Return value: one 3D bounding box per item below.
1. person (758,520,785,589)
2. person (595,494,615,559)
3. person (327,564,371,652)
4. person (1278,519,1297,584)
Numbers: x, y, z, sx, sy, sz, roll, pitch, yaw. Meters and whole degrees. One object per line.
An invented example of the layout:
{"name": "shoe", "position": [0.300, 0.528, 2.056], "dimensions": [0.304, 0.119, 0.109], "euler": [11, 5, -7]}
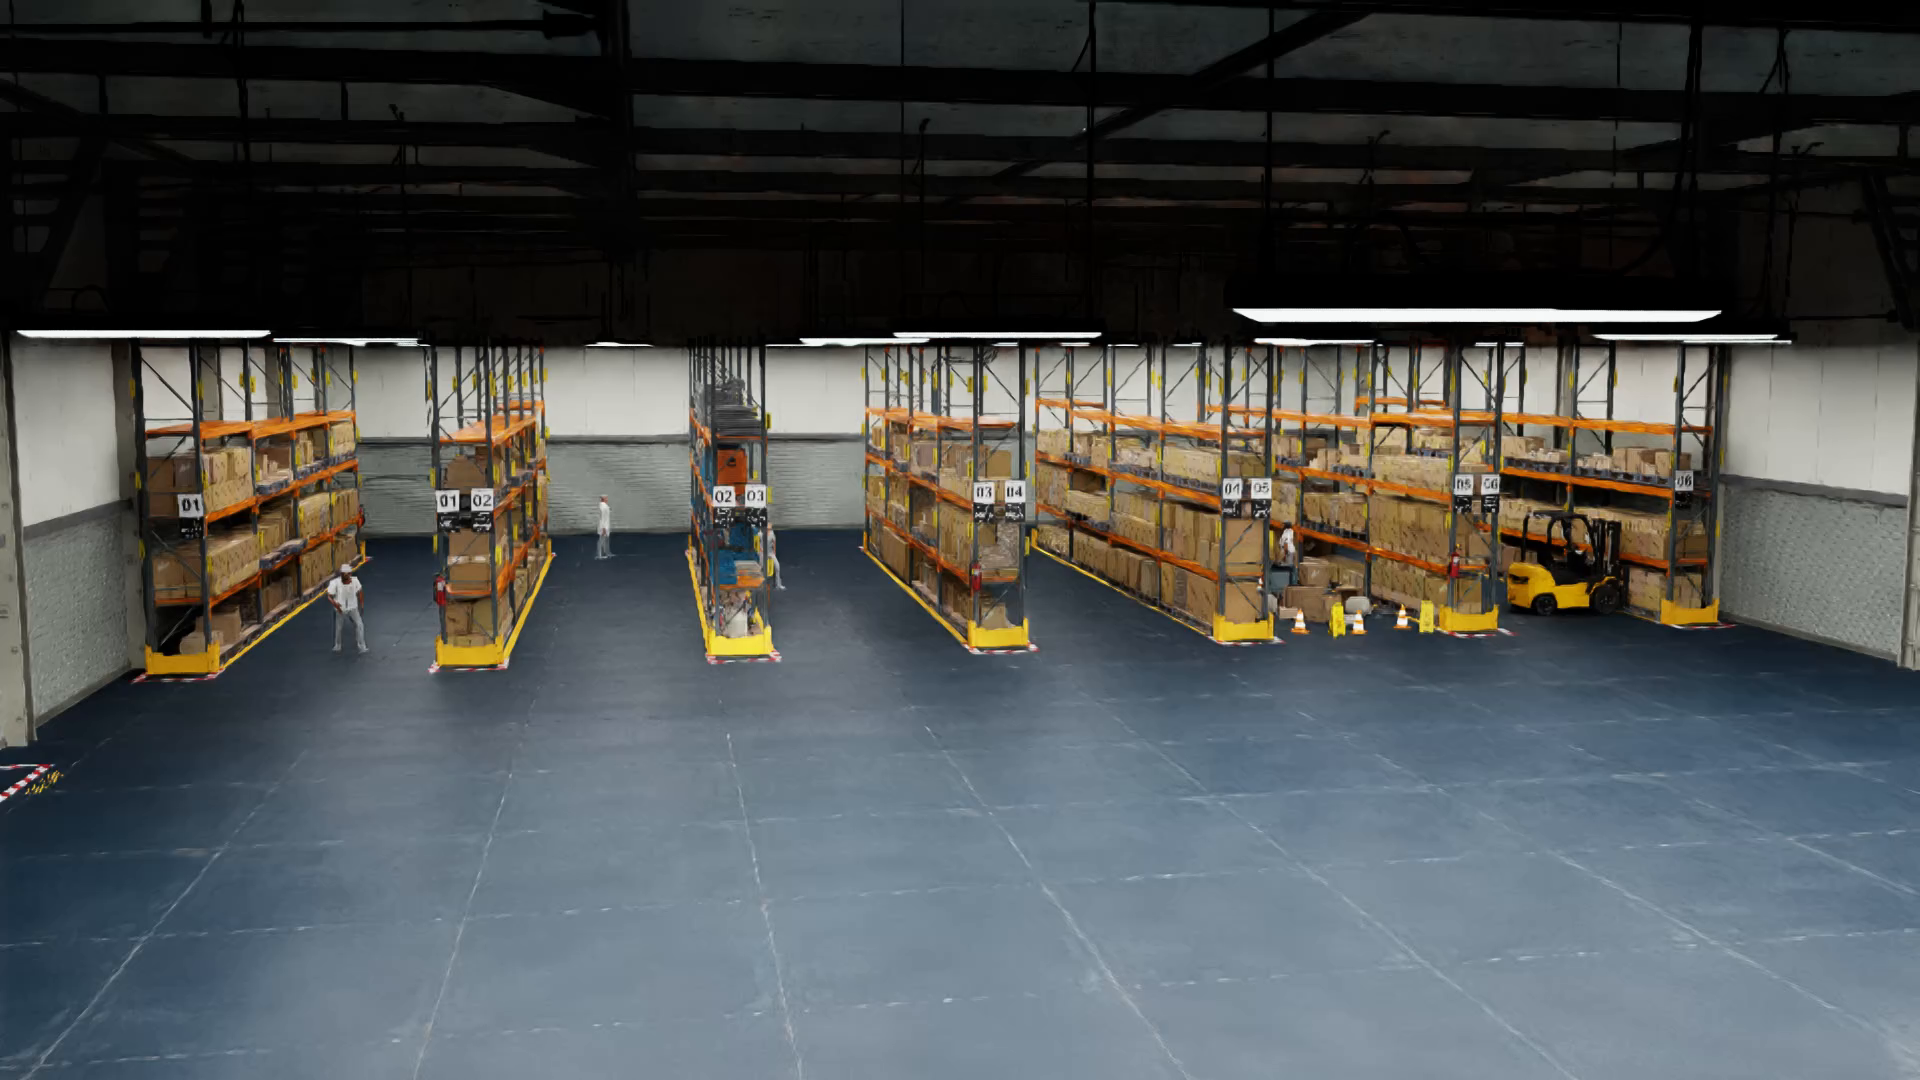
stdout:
{"name": "person", "position": [-4.394, 0.316, 37.759], "dimensions": [0.609, 1.604, 0.815], "euler": [-3, 7, -27]}
{"name": "person", "position": [-9.740, -0.284, 45.553], "dimensions": [0.547, 1.578, 0.758], "euler": [-2, 7, -14]}
{"name": "person", "position": [-11.579, 1.280, 31.380], "dimensions": [0.713, 1.696, 0.809], "euler": [-4, 7, -29]}
{"name": "person", "position": [7.819, 0.324, 39.873], "dimensions": [0.560, 1.655, 0.612], "euler": [2, 7, 15]}
